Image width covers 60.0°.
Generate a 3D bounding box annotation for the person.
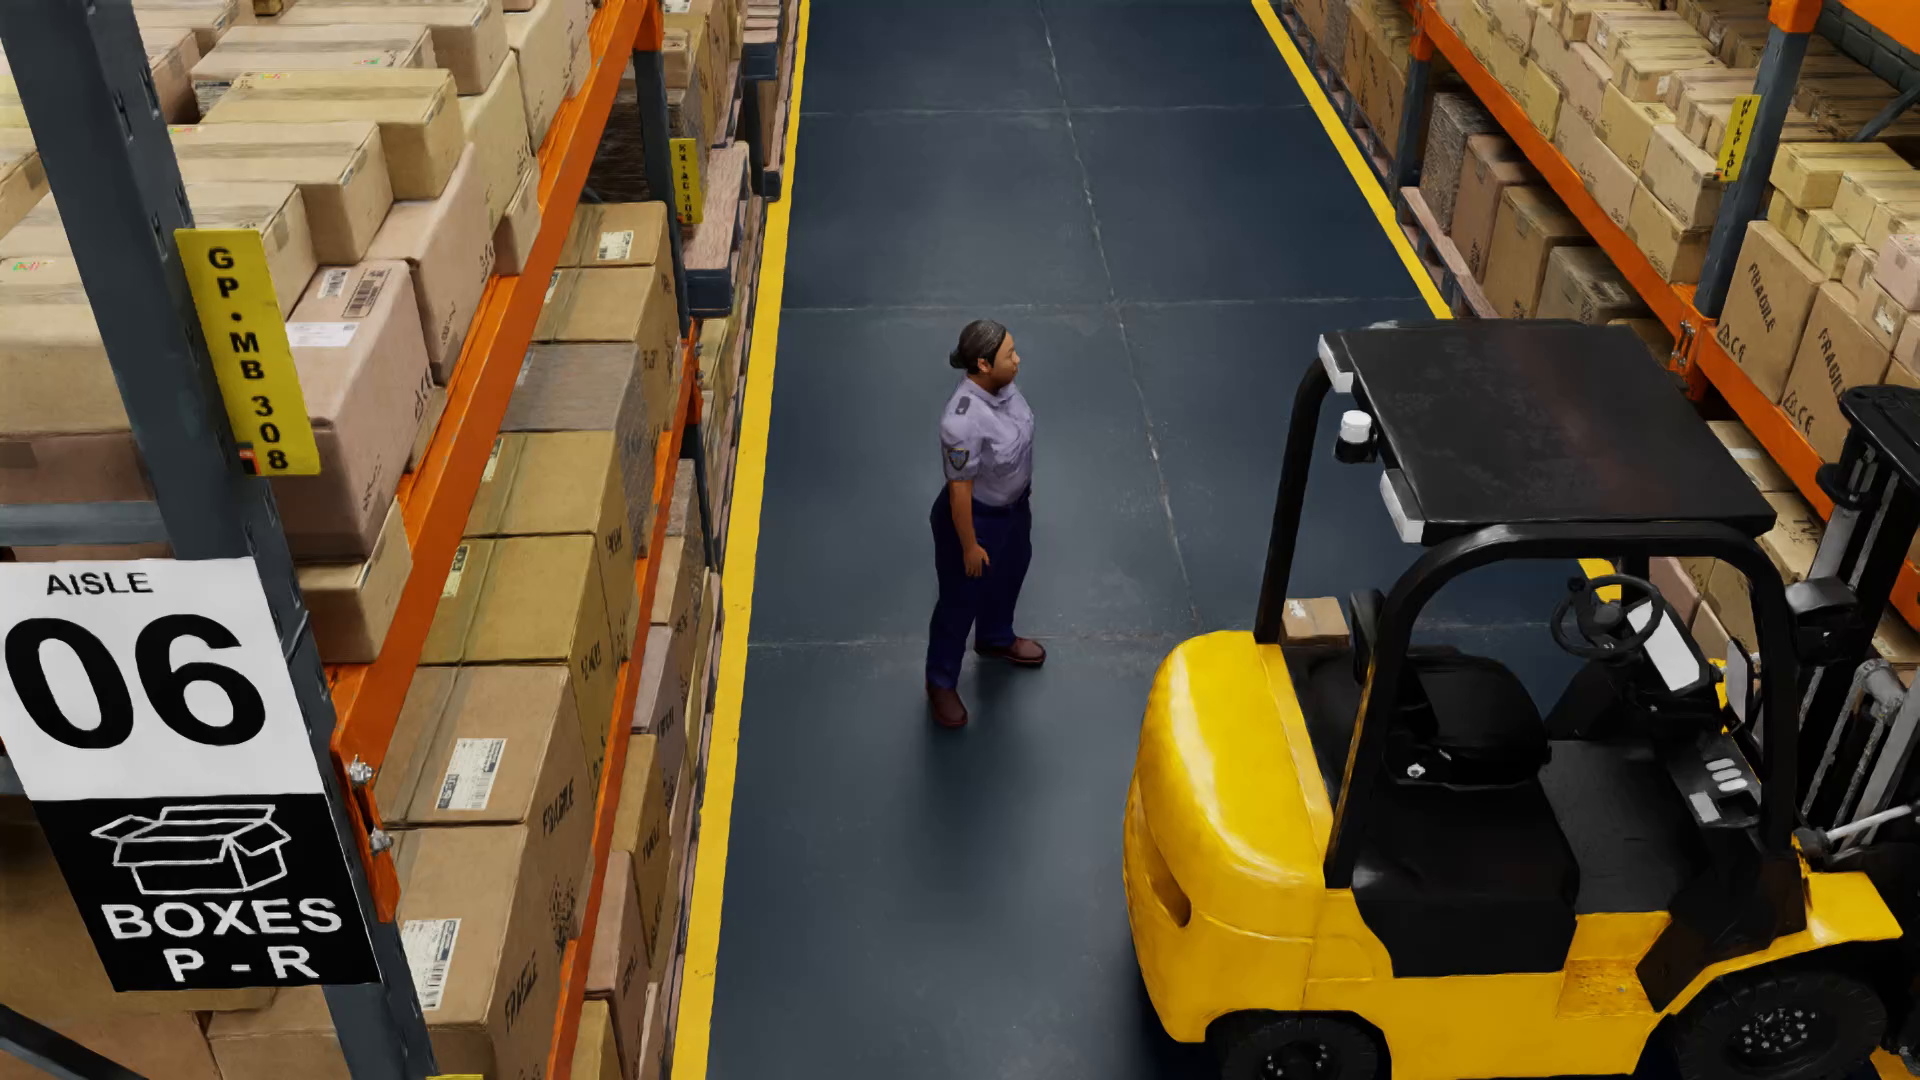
[{"bbox_3d":[0.082,-0.093,6.253,0.376,1.656,0.599,15,38,20],"label":"person"}]
